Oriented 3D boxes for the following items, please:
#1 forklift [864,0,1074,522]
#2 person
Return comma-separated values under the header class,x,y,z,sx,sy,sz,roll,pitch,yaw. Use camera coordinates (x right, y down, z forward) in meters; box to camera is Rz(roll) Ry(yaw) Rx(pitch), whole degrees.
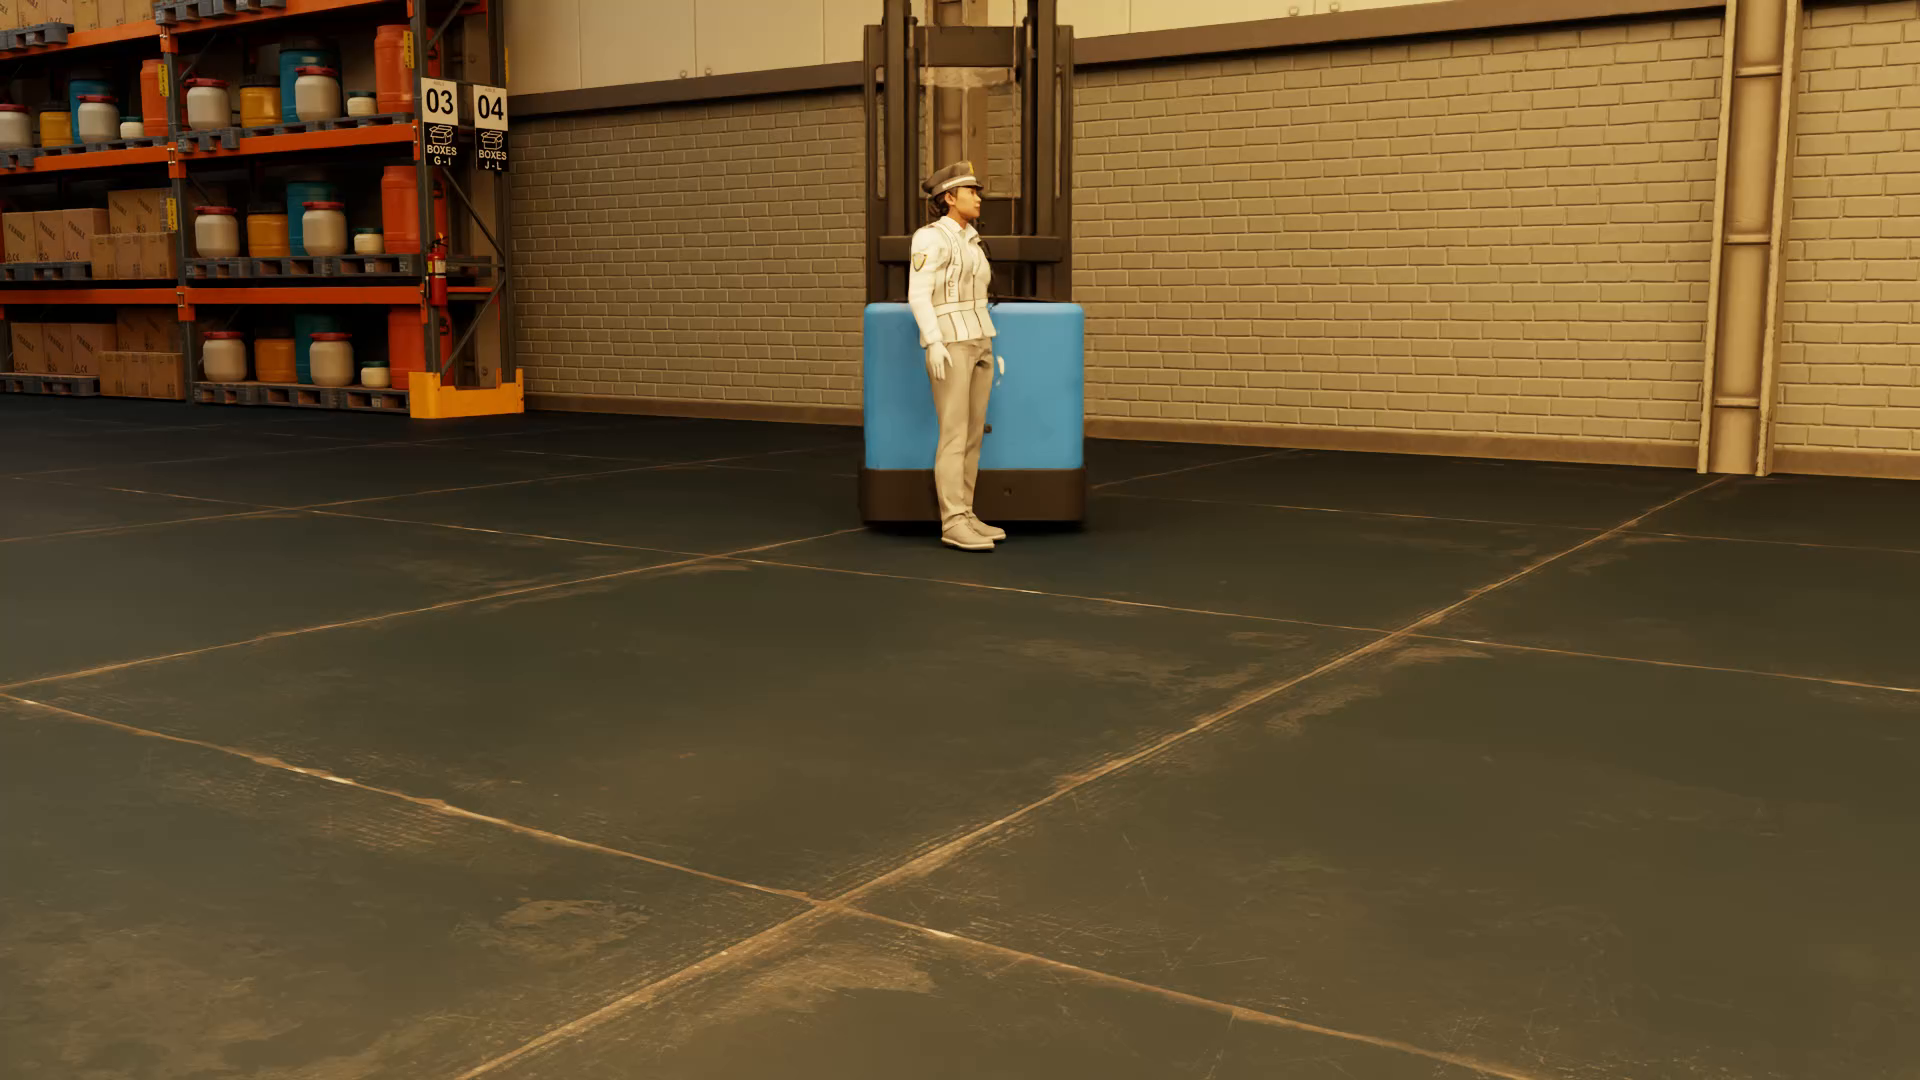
class,x,y,z,sx,sy,sz,roll,pitch,yaw
forklift,0.045,-1.681,9.011,1.121,2.935,3.031,0,8,-1
person,0.053,-0.840,7.439,0.530,1.694,0.586,5,10,34
